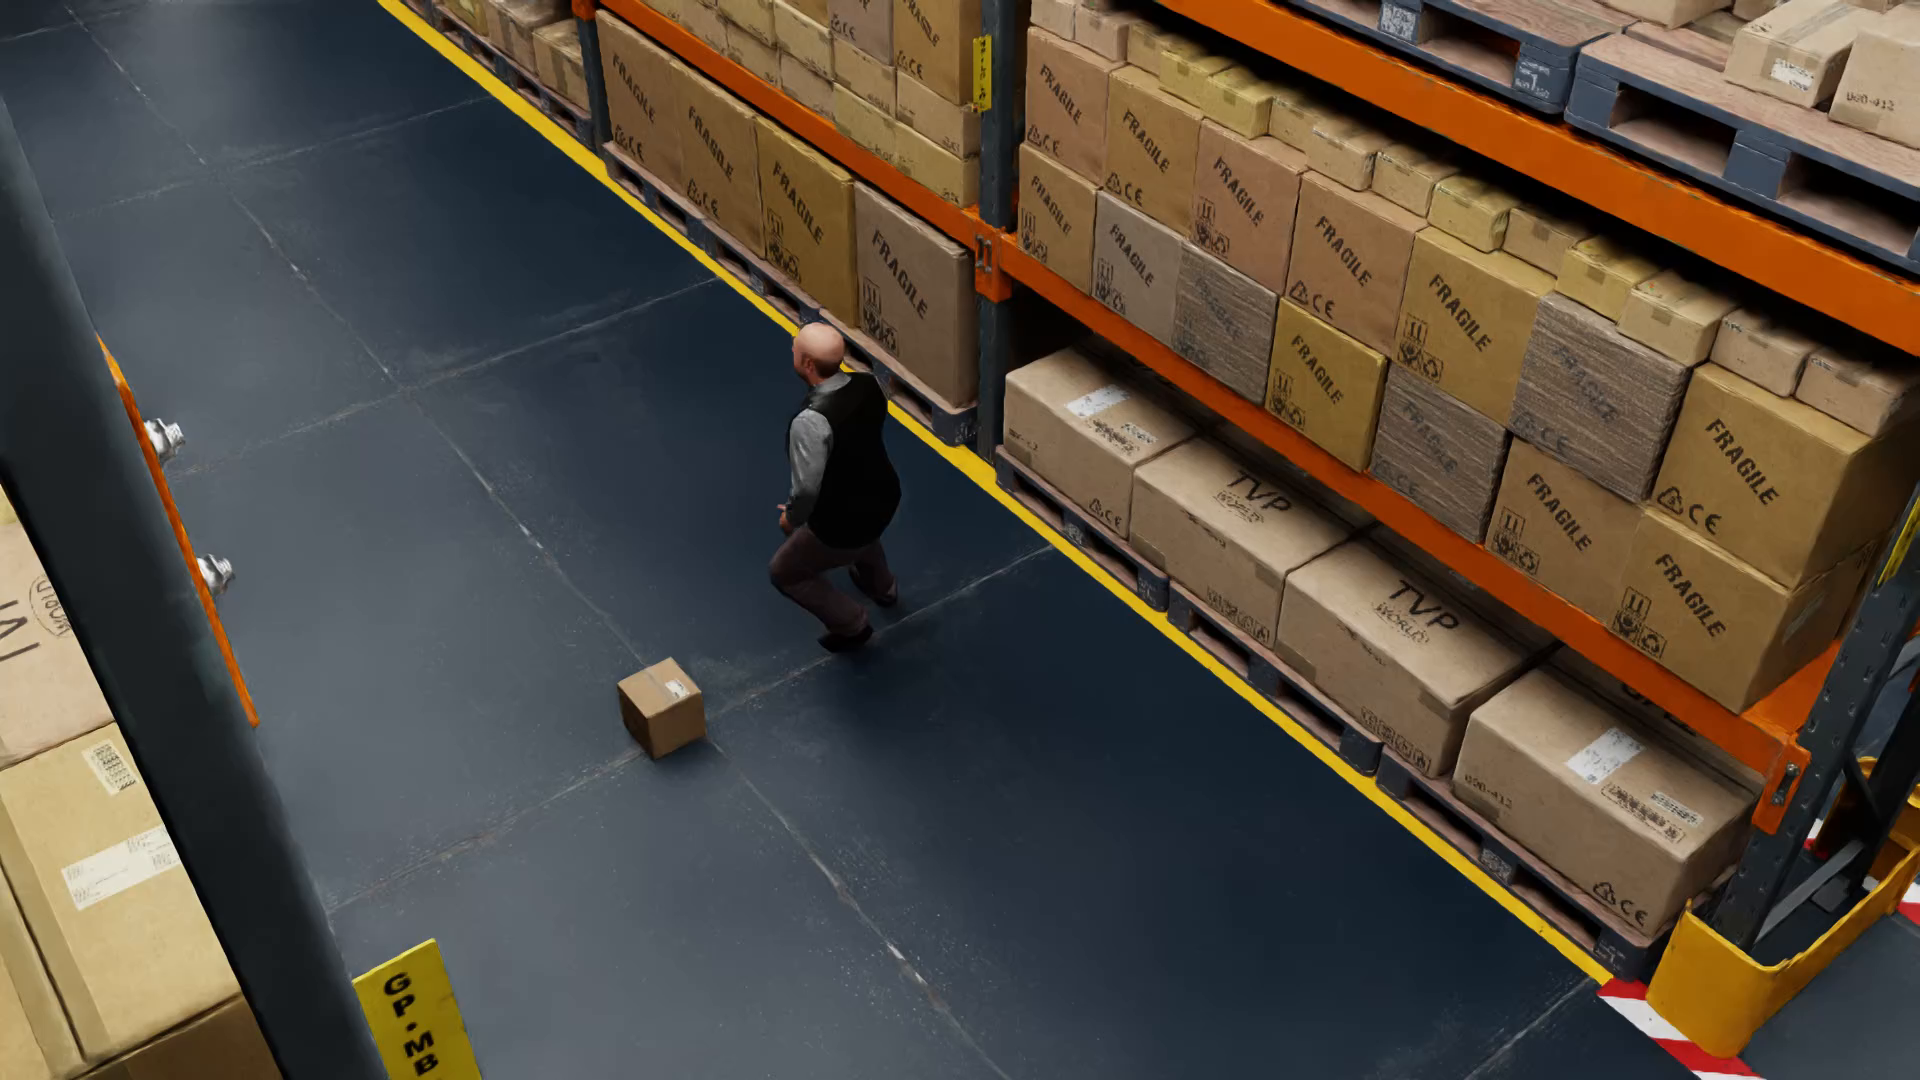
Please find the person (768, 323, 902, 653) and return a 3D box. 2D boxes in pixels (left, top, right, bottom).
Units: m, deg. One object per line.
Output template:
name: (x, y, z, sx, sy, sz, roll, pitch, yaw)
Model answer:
person: (-0.475, -0.185, 6.760, 0.517, 1.657, 0.911, 15, 42, 17)
